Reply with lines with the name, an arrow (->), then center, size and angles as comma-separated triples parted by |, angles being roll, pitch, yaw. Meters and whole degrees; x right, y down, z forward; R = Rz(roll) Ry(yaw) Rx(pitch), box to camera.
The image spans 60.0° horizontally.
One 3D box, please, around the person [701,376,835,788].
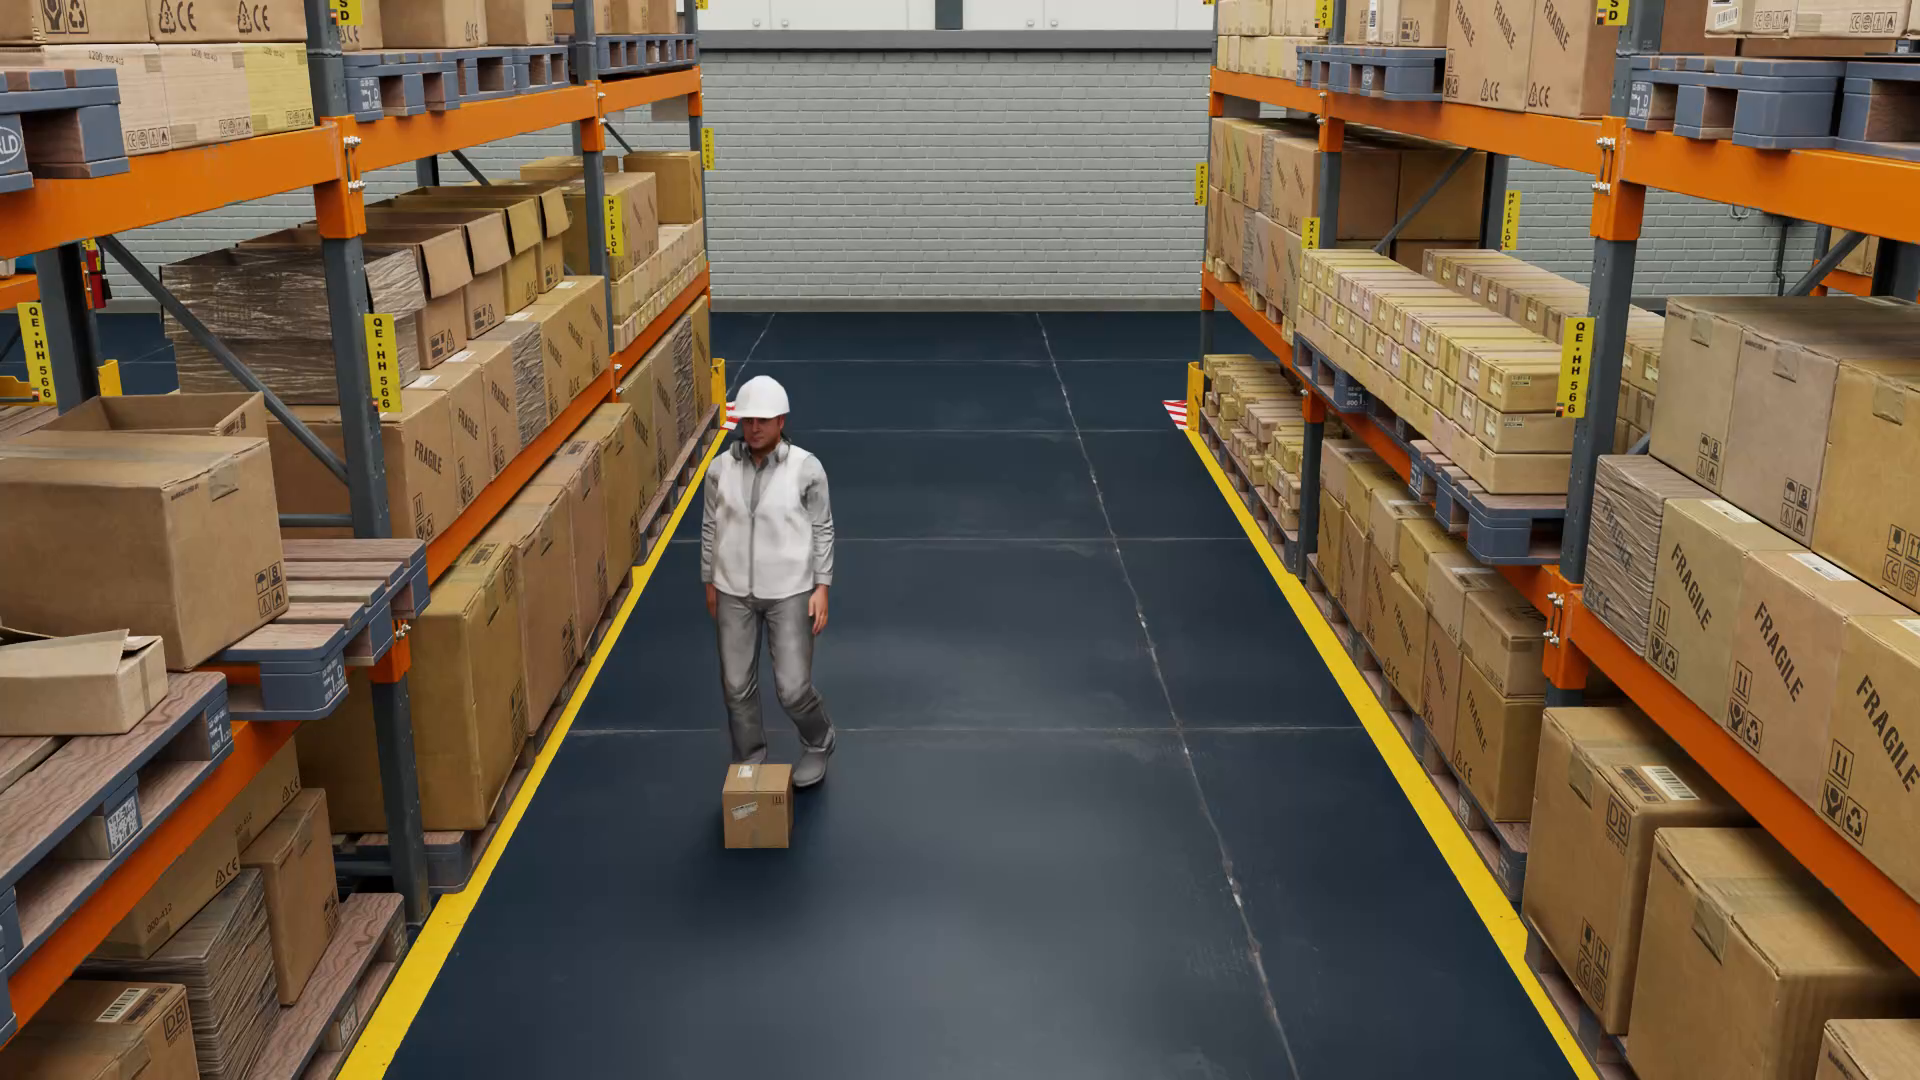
person -> -0.813, 0.211, 6.830 | 0.554, 1.760, 0.485 | 3, 17, 9
